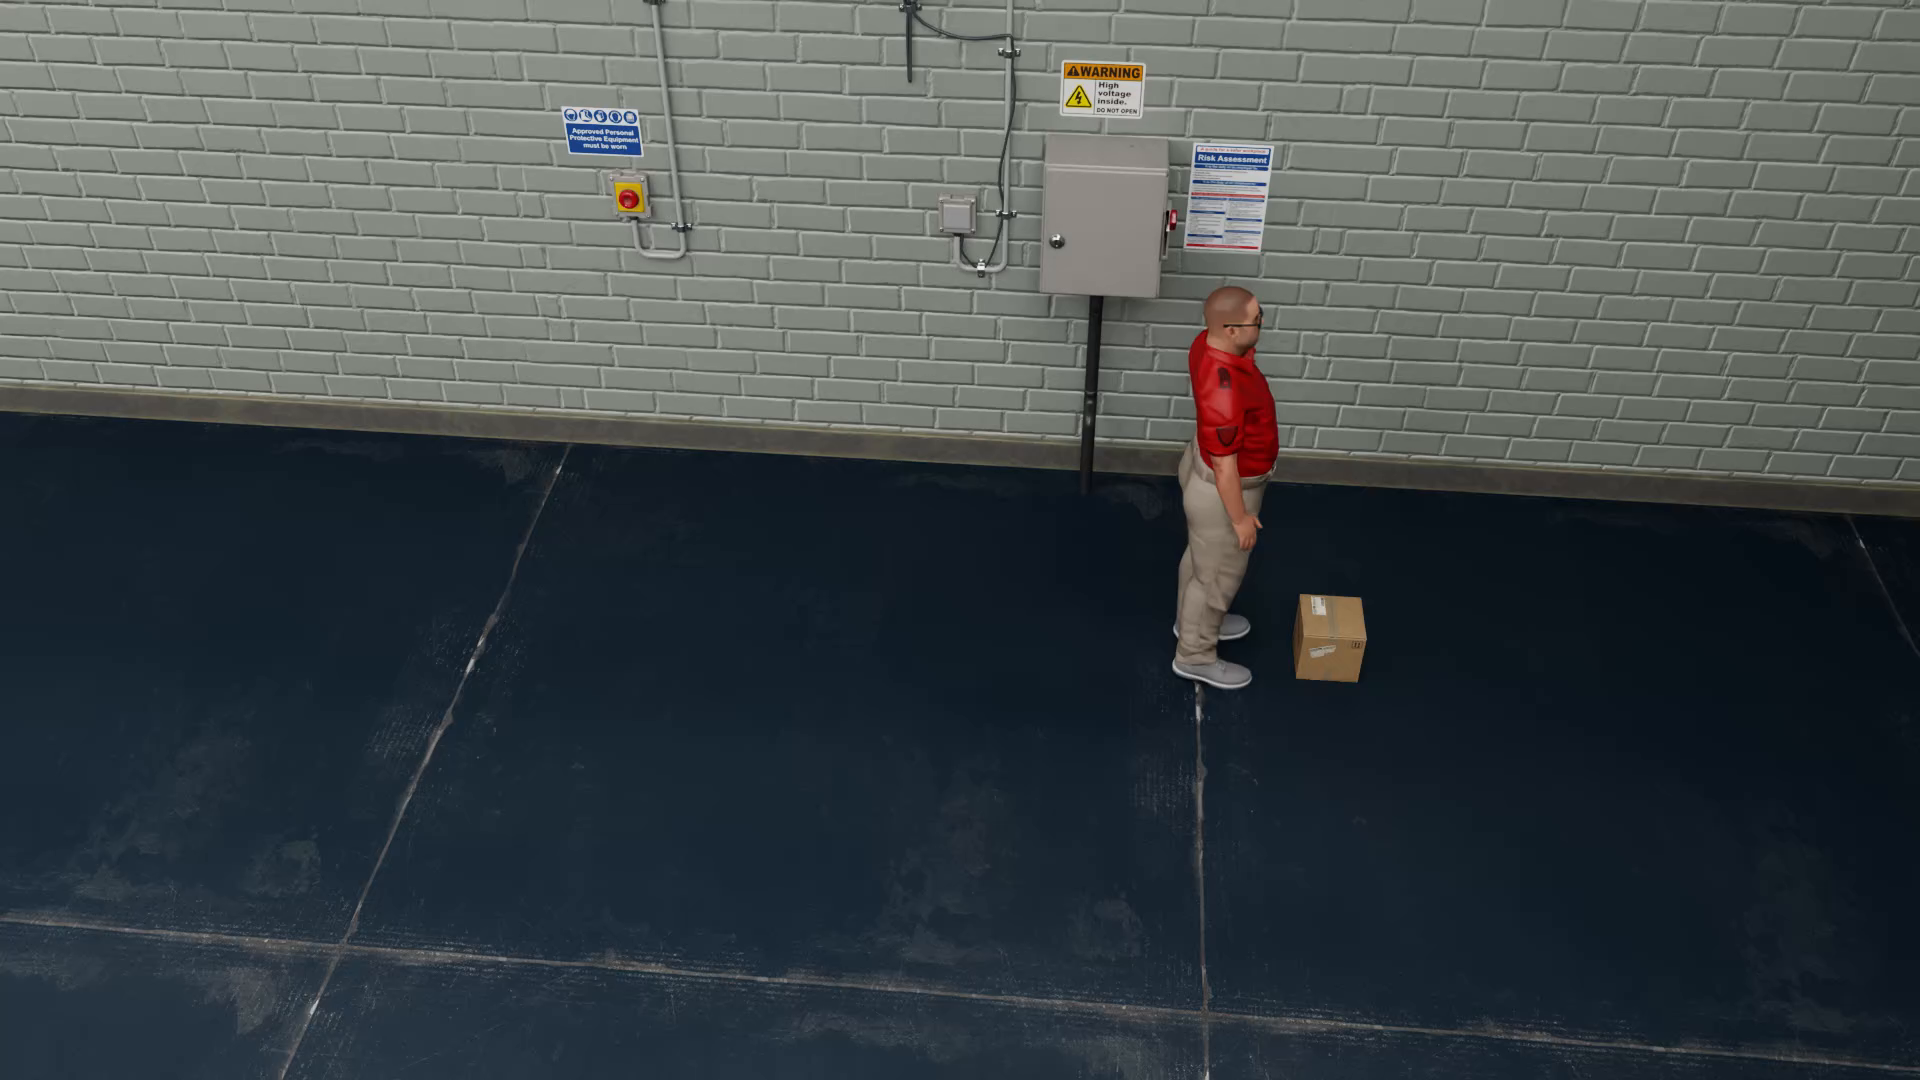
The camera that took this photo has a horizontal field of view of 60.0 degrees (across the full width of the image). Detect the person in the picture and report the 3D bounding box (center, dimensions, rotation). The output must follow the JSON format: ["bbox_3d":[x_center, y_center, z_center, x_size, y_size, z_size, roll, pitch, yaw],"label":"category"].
[{"bbox_3d":[1.034,-0.209,6.396,0.379,1.741,0.551,0,40,0],"label":"person"}]
